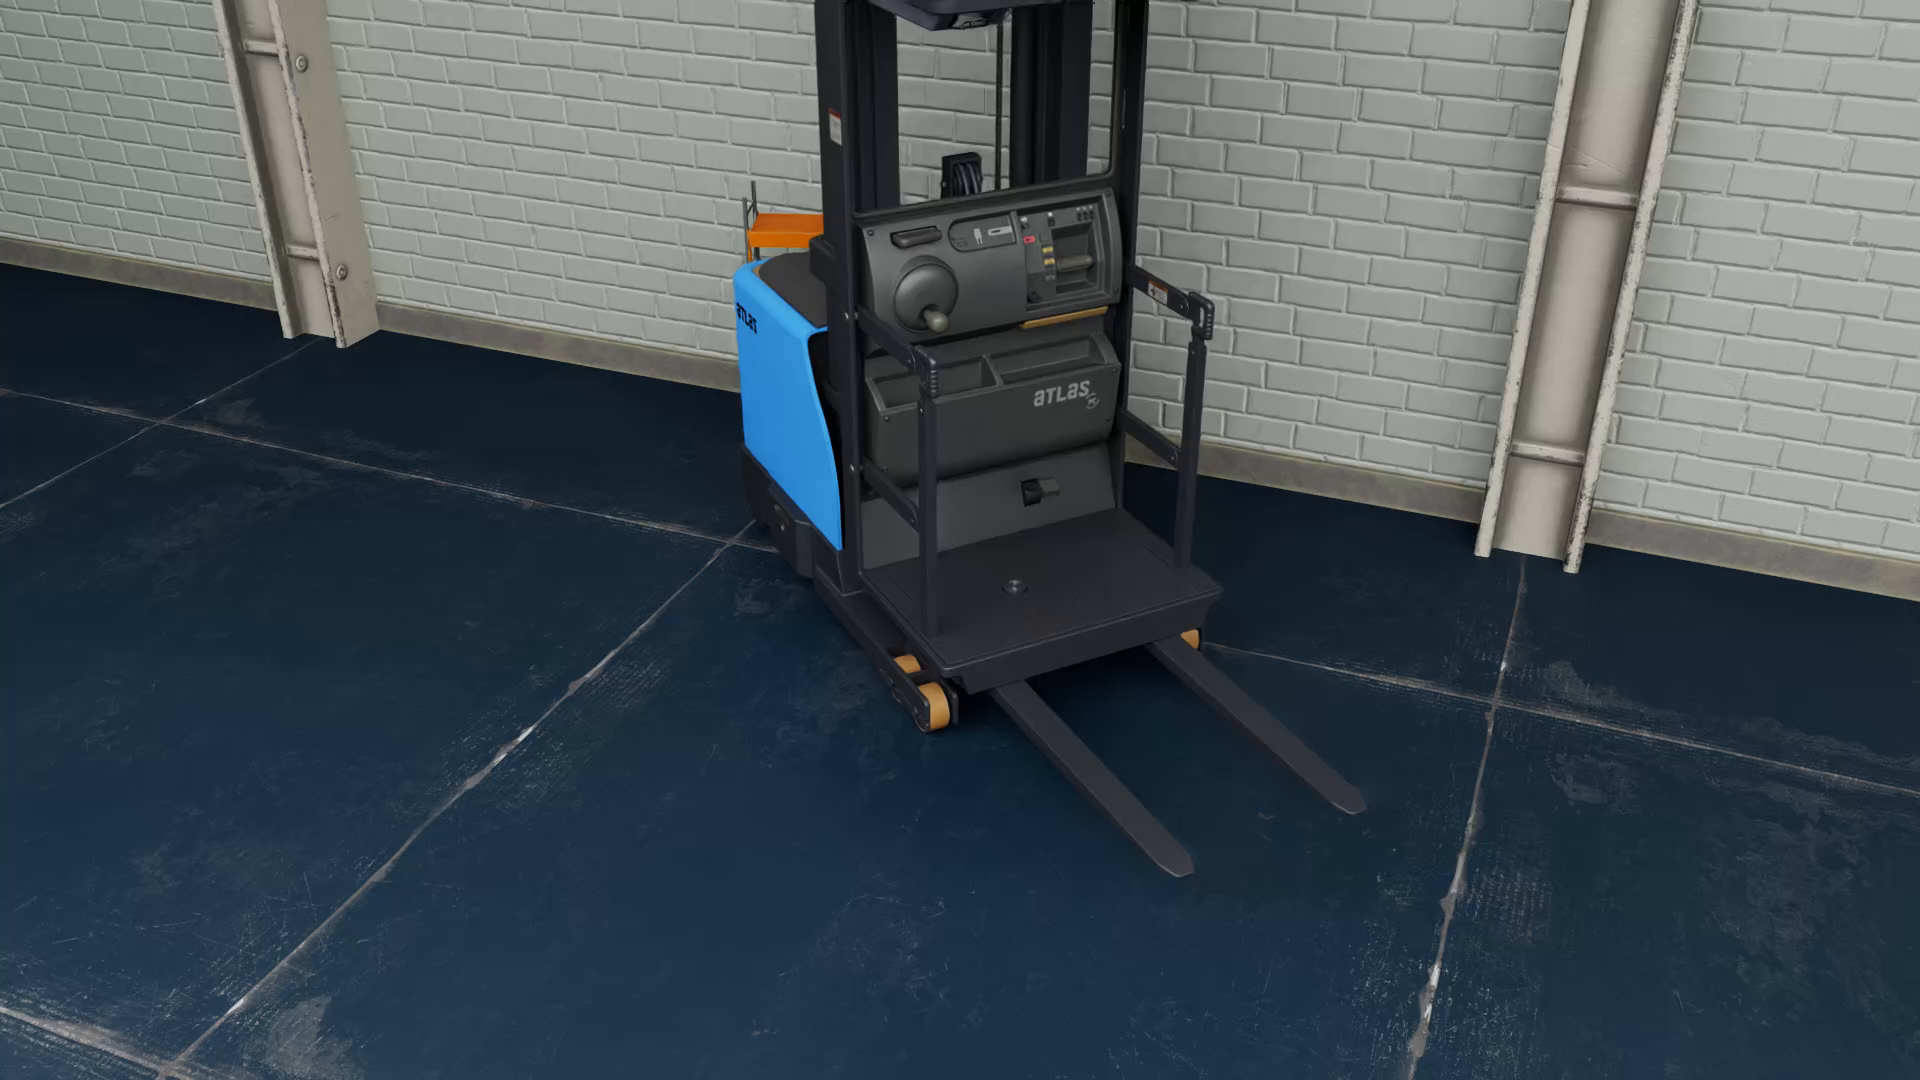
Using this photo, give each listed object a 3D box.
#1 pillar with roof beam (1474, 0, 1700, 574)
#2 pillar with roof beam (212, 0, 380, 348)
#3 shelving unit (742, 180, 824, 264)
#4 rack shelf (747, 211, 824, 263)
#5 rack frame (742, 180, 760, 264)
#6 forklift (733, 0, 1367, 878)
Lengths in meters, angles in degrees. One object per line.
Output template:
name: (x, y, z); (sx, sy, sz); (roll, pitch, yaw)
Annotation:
pillar with roof beam: (0.677, -1.929, 1.018); (0.400, 9.000, 9.100); (11, 31, 19)
pillar with roof beam: (-4.883, -3.039, 2.981); (0.400, 9.000, 9.100); (11, 31, 19)
shelving unit: (-0.630, -0.922, 7.163); (0.503, 1.200, 0.258); (2, 30, 3)
rack shelf: (-0.630, -1.265, 6.969); (0.480, 0.148, 0.258); (2, 30, 3)
rack frame: (-0.874, -0.929, 7.175); (0.015, 1.200, 0.240); (2, 30, 3)
forklift: (0.218, -0.880, 5.328); (1.130, 2.935, 3.031); (-14, 32, -23)
